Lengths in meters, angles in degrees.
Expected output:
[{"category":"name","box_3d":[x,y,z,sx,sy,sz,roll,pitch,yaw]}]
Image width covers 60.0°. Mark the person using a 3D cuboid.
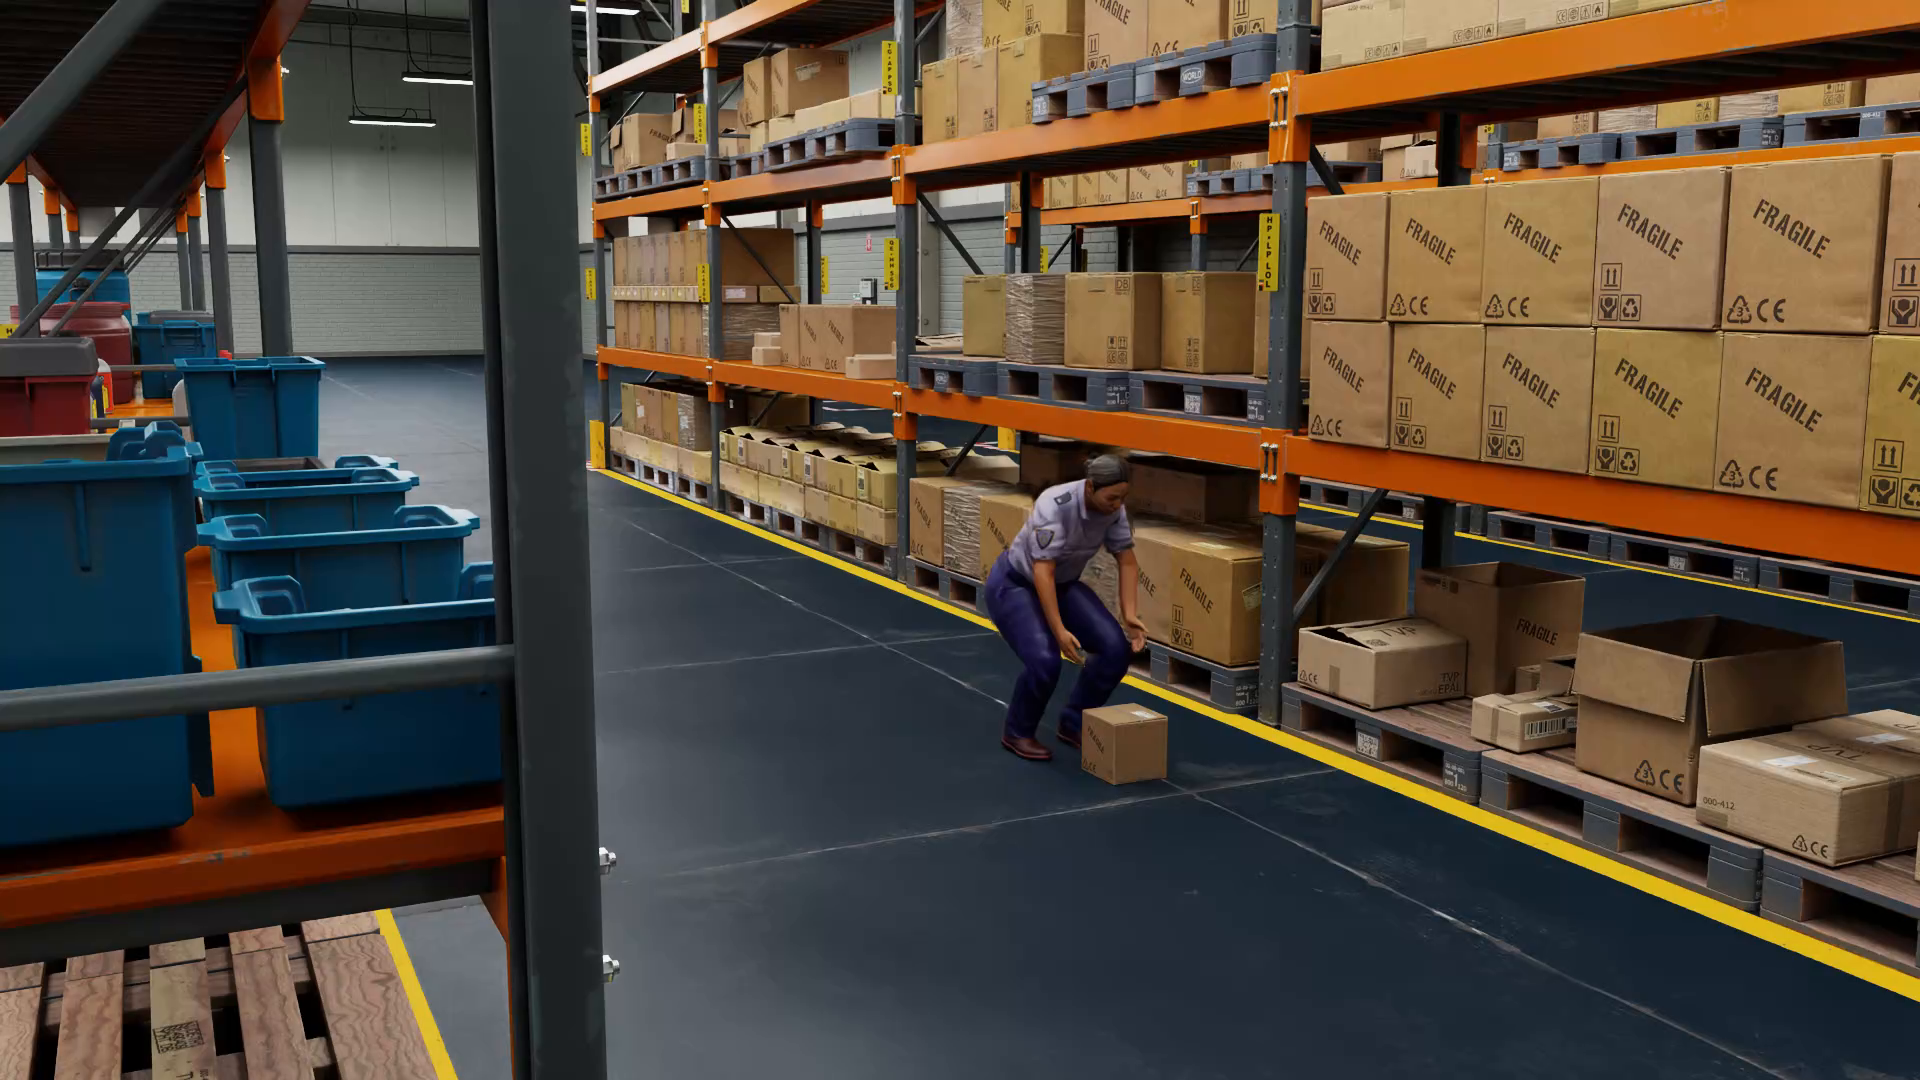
[{"category":"person","box_3d":[0.449,0.258,6.942,0.537,1.284,0.704,-6,10,-33]}]
